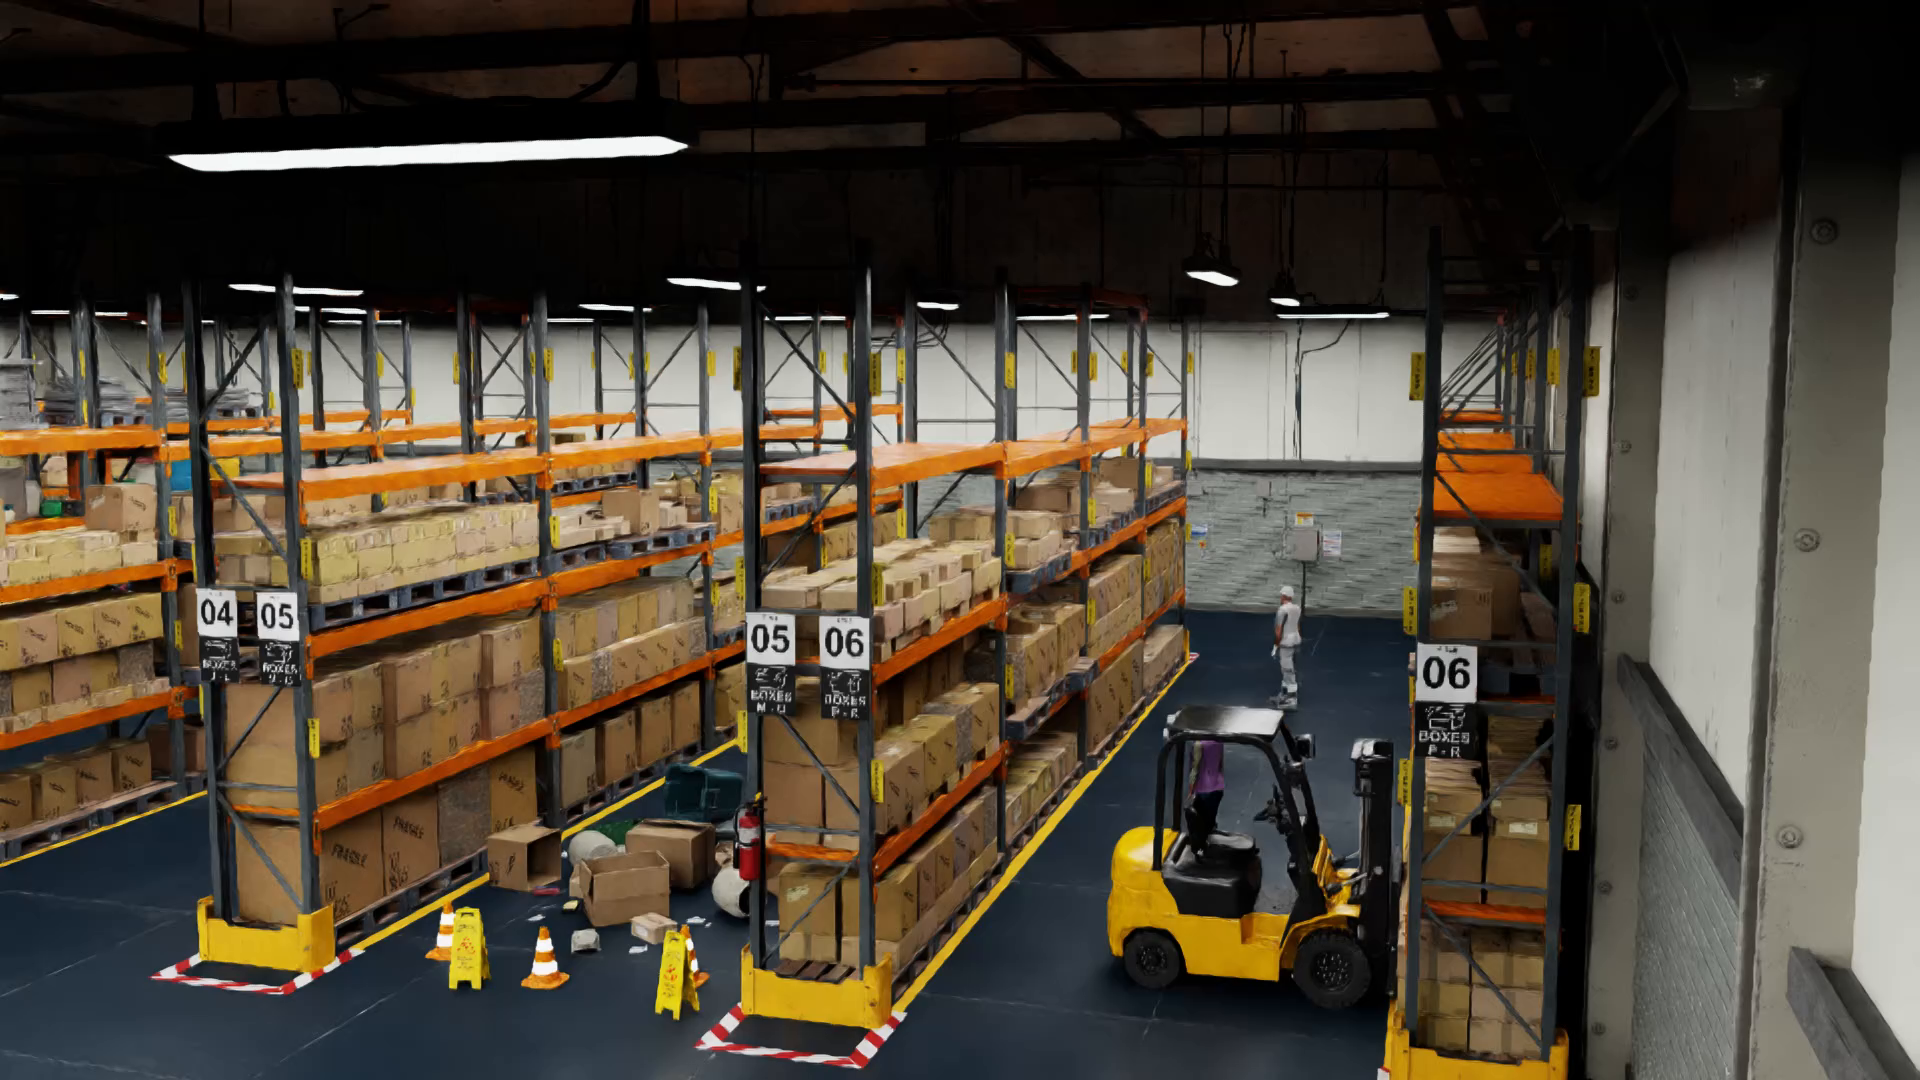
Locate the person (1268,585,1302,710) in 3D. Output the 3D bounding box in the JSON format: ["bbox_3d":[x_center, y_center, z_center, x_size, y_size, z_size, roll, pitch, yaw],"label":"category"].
[{"bbox_3d":[4.753,1.545,24.323,0.588,1.784,0.666,5,8,37],"label":"person"}]

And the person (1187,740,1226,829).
[{"bbox_3d":[2.475,2.506,16.656,0.494,1.596,0.511,-6,9,-44],"label":"person"}]
